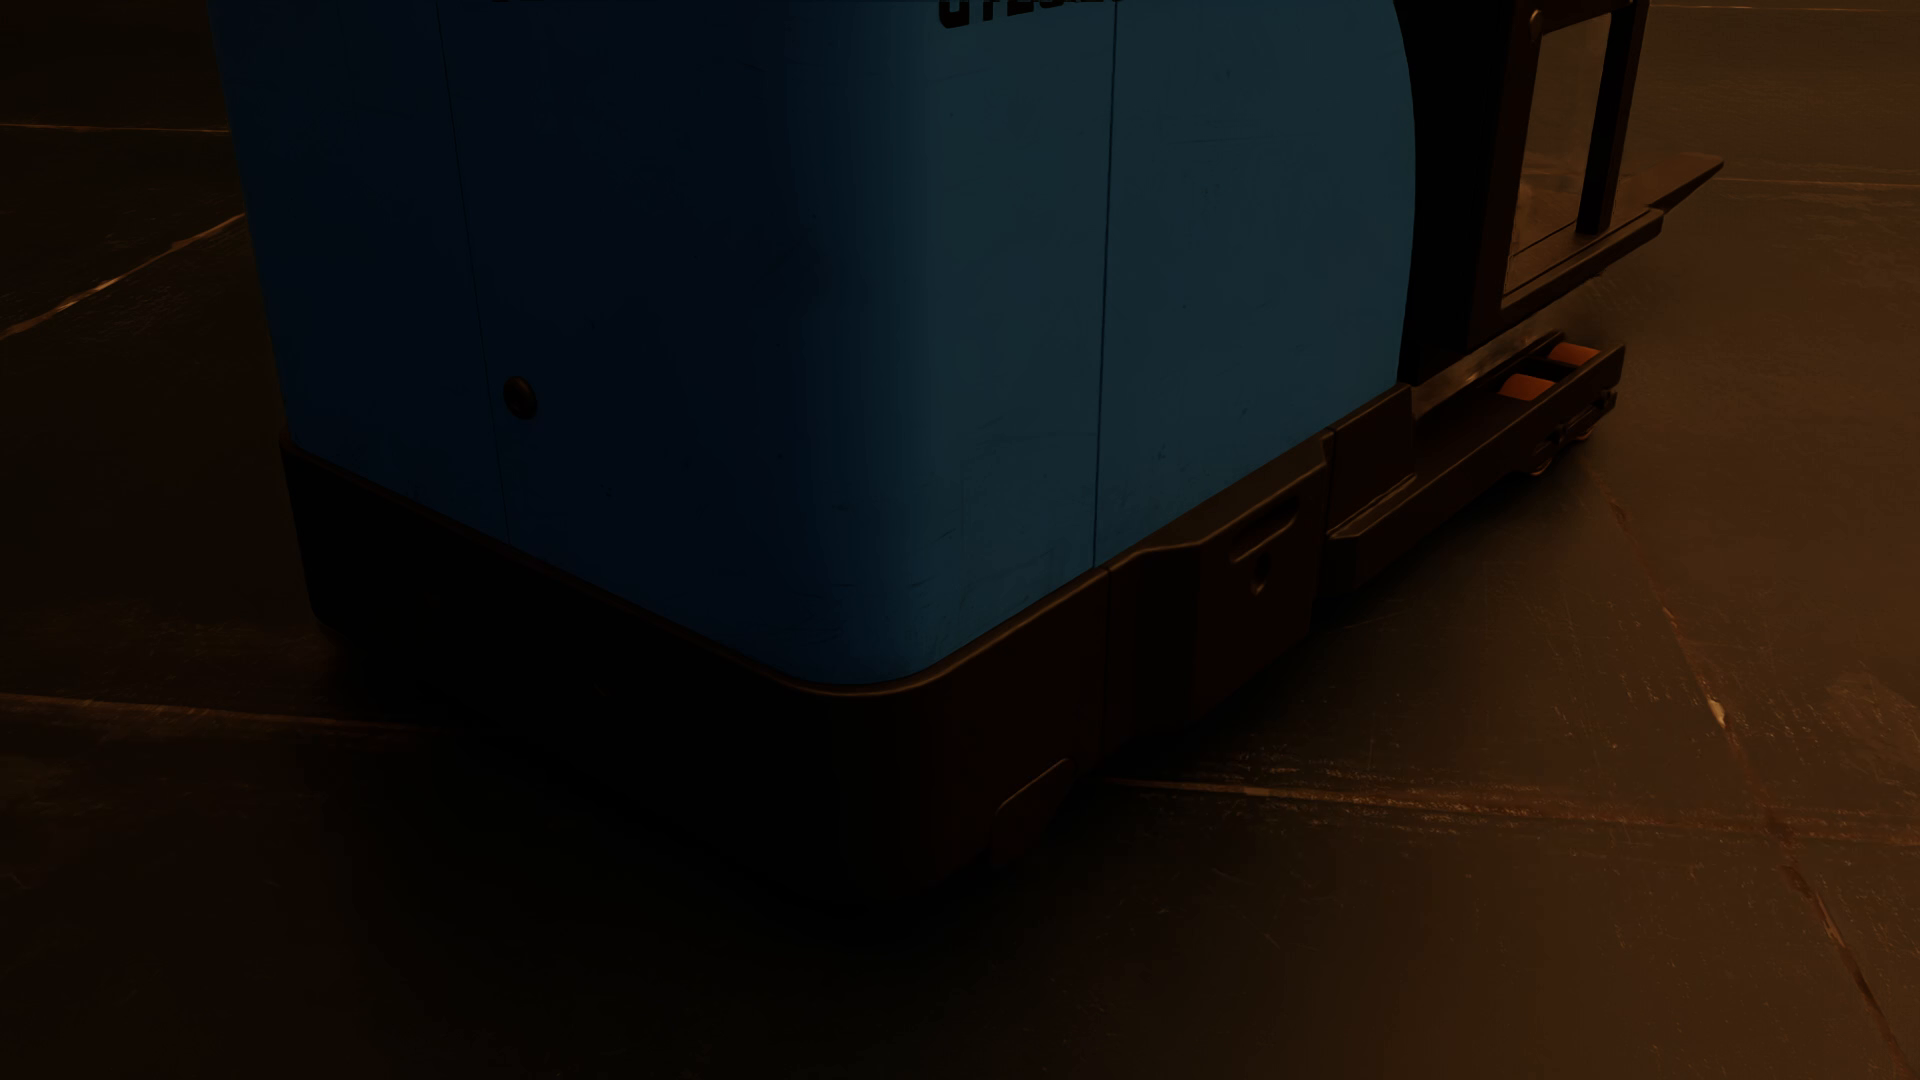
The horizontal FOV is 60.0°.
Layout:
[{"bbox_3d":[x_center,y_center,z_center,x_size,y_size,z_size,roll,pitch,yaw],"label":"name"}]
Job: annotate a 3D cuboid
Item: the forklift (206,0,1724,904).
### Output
[{"bbox_3d":[0.478,-1.541,2.305,1.130,2.935,3.031,20,33,35],"label":"forklift"}]
